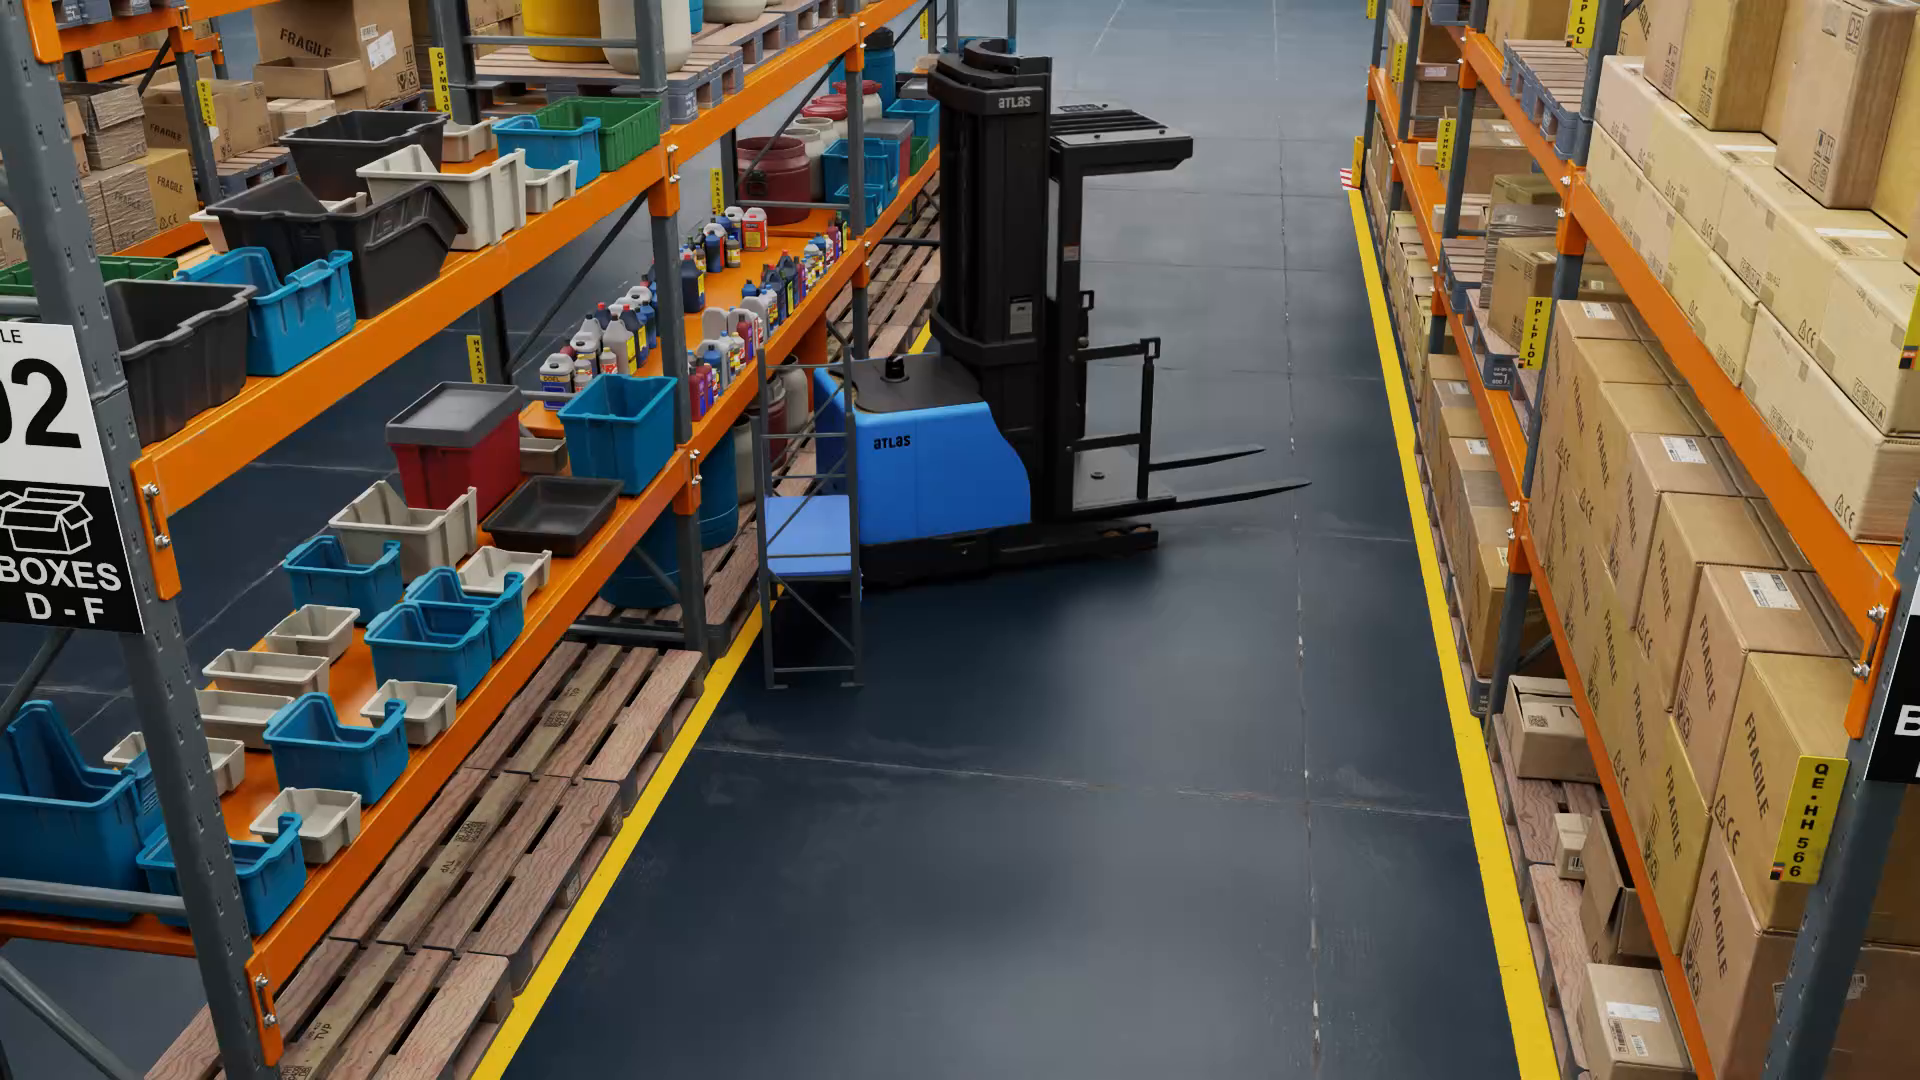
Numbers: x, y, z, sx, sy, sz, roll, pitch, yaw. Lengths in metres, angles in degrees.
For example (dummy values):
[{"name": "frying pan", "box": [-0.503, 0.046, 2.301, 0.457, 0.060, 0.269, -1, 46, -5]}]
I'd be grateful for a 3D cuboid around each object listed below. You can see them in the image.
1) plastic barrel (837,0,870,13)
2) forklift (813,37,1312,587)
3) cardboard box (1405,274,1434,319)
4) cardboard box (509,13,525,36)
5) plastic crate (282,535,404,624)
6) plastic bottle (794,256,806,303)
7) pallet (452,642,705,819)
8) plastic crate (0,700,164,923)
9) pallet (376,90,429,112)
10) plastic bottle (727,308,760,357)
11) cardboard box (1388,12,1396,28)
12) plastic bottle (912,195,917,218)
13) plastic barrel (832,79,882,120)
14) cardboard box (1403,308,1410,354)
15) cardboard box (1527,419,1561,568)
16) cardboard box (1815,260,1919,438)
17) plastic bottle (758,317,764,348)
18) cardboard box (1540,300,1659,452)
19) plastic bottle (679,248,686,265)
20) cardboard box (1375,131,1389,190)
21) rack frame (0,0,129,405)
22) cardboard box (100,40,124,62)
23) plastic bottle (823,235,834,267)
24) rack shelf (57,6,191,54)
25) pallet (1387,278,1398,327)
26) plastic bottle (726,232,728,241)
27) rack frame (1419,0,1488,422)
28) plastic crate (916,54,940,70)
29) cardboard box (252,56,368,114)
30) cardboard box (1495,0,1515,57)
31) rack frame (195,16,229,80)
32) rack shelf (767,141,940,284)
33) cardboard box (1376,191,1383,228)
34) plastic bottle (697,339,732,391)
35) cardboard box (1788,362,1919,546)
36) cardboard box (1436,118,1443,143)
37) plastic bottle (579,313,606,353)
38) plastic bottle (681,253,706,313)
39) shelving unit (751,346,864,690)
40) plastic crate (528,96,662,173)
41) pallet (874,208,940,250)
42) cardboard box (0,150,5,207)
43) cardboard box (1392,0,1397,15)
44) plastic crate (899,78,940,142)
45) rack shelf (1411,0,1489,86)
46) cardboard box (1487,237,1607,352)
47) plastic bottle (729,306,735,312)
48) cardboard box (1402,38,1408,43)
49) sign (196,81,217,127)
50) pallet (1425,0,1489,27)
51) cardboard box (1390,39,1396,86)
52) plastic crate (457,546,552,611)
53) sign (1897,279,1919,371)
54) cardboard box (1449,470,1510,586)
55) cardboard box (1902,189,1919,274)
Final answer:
[{"name": "plastic barrel", "box": [-0.817, -3.877, 11.324, 0.421, 0.512, 0.421, 0, 25, 0]}, {"name": "forklift", "box": [0.681, -1.416, 9.818, 3.031, 2.935, 1.130, -8, 26, -17]}, {"name": "cardboard box", "box": [3.722, -1.878, 12.810, 0.500, 0.311, 0.500, 4, 25, 8]}, {"name": "cardboard box", "box": [-5.047, -5.368, 17.711, 0.875, 0.500, 0.500, 4, 25, 9]}, {"name": "plastic crate", "box": [-2.395, 0.159, 6.499, 0.416, 0.233, 0.300, 4, 25, 9]}, {"name": "plastic bottle", "box": [-1.002, -1.629, 10.330, 0.061, 0.283, 0.133, 4, 25, 9]}, {"name": "pallet", "box": [-1.906, 0.887, 8.106, 1.003, 0.211, 1.213, 4, 25, 9]}, {"name": "plastic crate", "box": [-2.607, 0.791, 4.910, 0.616, 0.435, 0.499, 4, 25, 9]}, {"name": "pallet", "box": [-5.671, -3.979, 15.438, 1.003, 0.211, 1.213, 4, 25, 9]}, {"name": "plastic bottle", "box": [-1.221, -1.184, 9.388, 0.152, 0.276, 0.135, 4, 25, 9]}, {"name": "cardboard box", "box": [4.706, -5.439, 17.449, 0.380, 0.149, 0.250, 3, 25, 7]}, {"name": "plastic bottle", "box": [-0.514, -3.367, 16.600, 0.152, 0.276, 0.135, 4, 25, 9]}, {"name": "plastic barrel", "box": [-0.889, -3.709, 14.474, 0.433, 0.535, 0.433, 0, 25, 0]}, {"name": "cardboard box", "box": [3.727, -1.622, 12.925, 0.500, 0.250, 0.500, 5, 25, 10]}, {"name": "cardboard box", "box": [2.710, -0.192, 7.005, 0.500, 0.500, 0.500, 5, 25, 10]}, {"name": "cardboard box", "box": [2.241, -0.418, 3.653, 0.500, 0.250, 0.500, 4, 25, 9]}, {"name": "plastic bottle", "box": [-1.175, -1.197, 9.504, 0.097, 0.201, 0.097, 0, 25, 0]}, {"name": "cardboard box", "box": [2.708, -0.662, 6.828, 0.500, 0.500, 0.500, 5, 25, 10]}, {"name": "plastic bottle", "box": [-1.757, -1.709, 10.515, 0.097, 0.271, 0.097, 0, 25, 0]}, {"name": "cardboard box", "box": [4.468, -3.809, 16.712, 0.500, 0.500, 0.500, 4, 25, 9]}, {"name": "rack frame", "box": [-2.478, -1.730, 3.331, 1.000, 3.000, 0.127, 4, 25, 9]}, {"name": "cardboard box", "box": [-9.972, -5.662, 18.631, 0.875, 0.550, 0.500, 4, 25, 9]}, {"name": "plastic bottle", "box": [-0.890, -1.927, 11.062, 0.097, 0.201, 0.097, 0, 25, 0]}, {"name": "rack shelf", "box": [-6.384, -2.898, 10.214, 1.077, 0.370, 4.000, 4, 25, 9]}, {"name": "pallet", "box": [4.288, -2.113, 14.516, 1.003, 0.211, 1.213, 4, 25, 9]}, {"name": "plastic bottle", "box": [-1.622, -2.023, 11.268, 0.097, 0.201, 0.097, 0, 25, 0]}, {"name": "rack frame", "box": [3.716, -2.014, 11.015, 1.000, 3.000, 0.127, 4, 25, 9]}, {"name": "plastic crate", "box": [-0.327, -5.233, 18.203, 0.298, 0.136, 0.250, 4, 25, 9]}, {"name": "cardboard box", "box": [-5.595, -3.881, 14.385, 0.797, 0.503, 0.637, 7, 26, 14]}, {"name": "cardboard box", "box": [3.594, -3.020, 9.507, 0.910, 0.500, 0.500, 4, 25, 9]}, {"name": "rack frame", "box": [-9.626, -6.434, 20.457, 1.000, 3.000, 0.127, 4, 25, 9]}, {"name": "rack shelf", "box": [-0.843, -2.870, 13.691, 1.077, 0.370, 4.000, 4, 25, 9]}, {"name": "cardboard box", "box": [4.388, -3.260, 16.424, 0.500, 0.250, 0.500, 4, 25, 9]}, {"name": "plastic bottle", "box": [-1.313, -0.950, 8.888, 0.152, 0.276, 0.135, 4, 25, 9]}, {"name": "cardboard box", "box": [2.232, -0.192, 3.761, 0.500, 0.250, 0.500, 4, 25, 9]}, {"name": "cardboard box", "box": [4.332, -3.410, 14.174, 0.500, 0.250, 0.500, 6, 26, 12]}, {"name": "plastic bottle", "box": [-1.997, -1.071, 9.058, 0.144, 0.351, 0.185, 4, 25, 9]}, {"name": "plastic bottle", "box": [-1.645, -1.577, 10.140, 0.144, 0.351, 0.185, 4, 25, 9]}, {"name": "shelving unit", "box": [-0.796, -0.134, 8.767, 0.538, 1.500, 1.048, -2, 25, -4]}, {"name": "plastic crate", "box": [-1.595, -1.750, 7.163, 0.450, 0.188, 0.662, 4, 25, 9]}, {"name": "pallet", "box": [-0.366, -3.047, 16.511, 1.003, 0.211, 1.213, 4, 25, 9]}, {"name": "cardboard box", "box": [-6.404, -2.344, 10.418, 0.797, 0.503, 0.637, 5, 26, 10]}, {"name": "cardboard box", "box": [4.926, -5.776, 17.404, 0.700, 0.500, 0.500, 4, 25, 9]}, {"name": "plastic crate", "box": [-0.294, -3.837, 14.834, 0.402, 0.464, 0.583, 4, 25, 9]}, {"name": "rack shelf", "box": [4.043, -3.883, 12.319, 1.077, 0.370, 4.000, 4, 25, 9]}, {"name": "cardboard box", "box": [3.290, -1.320, 8.918, 0.700, 0.500, 0.500, -2, 25, -5]}, {"name": "plastic bottle", "box": [-1.309, -1.248, 9.613, 0.097, 0.201, 0.097, 0, 25, 0]}, {"name": "cardboard box", "box": [4.412, -4.686, 15.839, 0.380, 0.149, 0.250, 5, 25, 10]}, {"name": "sign", "box": [-5.509, -3.189, 12.160, 0.100, 0.325, 0.005, 4, 25, 9]}, {"name": "pallet", "box": [3.739, -3.577, 11.039, 1.213, 0.211, 1.003, 5, 26, 11]}, {"name": "cardboard box", "box": [4.853, -4.991, 17.257, 0.700, 0.500, 0.500, 5, 25, 10]}, {"name": "plastic crate", "box": [-1.812, 0.155, 6.620, 0.293, 0.136, 0.466, 4, 25, 9]}, {"name": "sign", "box": [1.864, -0.475, 3.143, 0.100, 0.325, 0.005, 4, 25, 9]}, {"name": "cardboard box", "box": [3.031, -0.051, 9.249, 0.500, 0.500, 0.500, 4, 25, 9]}, {"name": "cardboard box", "box": [2.476, -0.741, 3.459, 0.700, 0.500, 0.500, 4, 25, 9]}]
